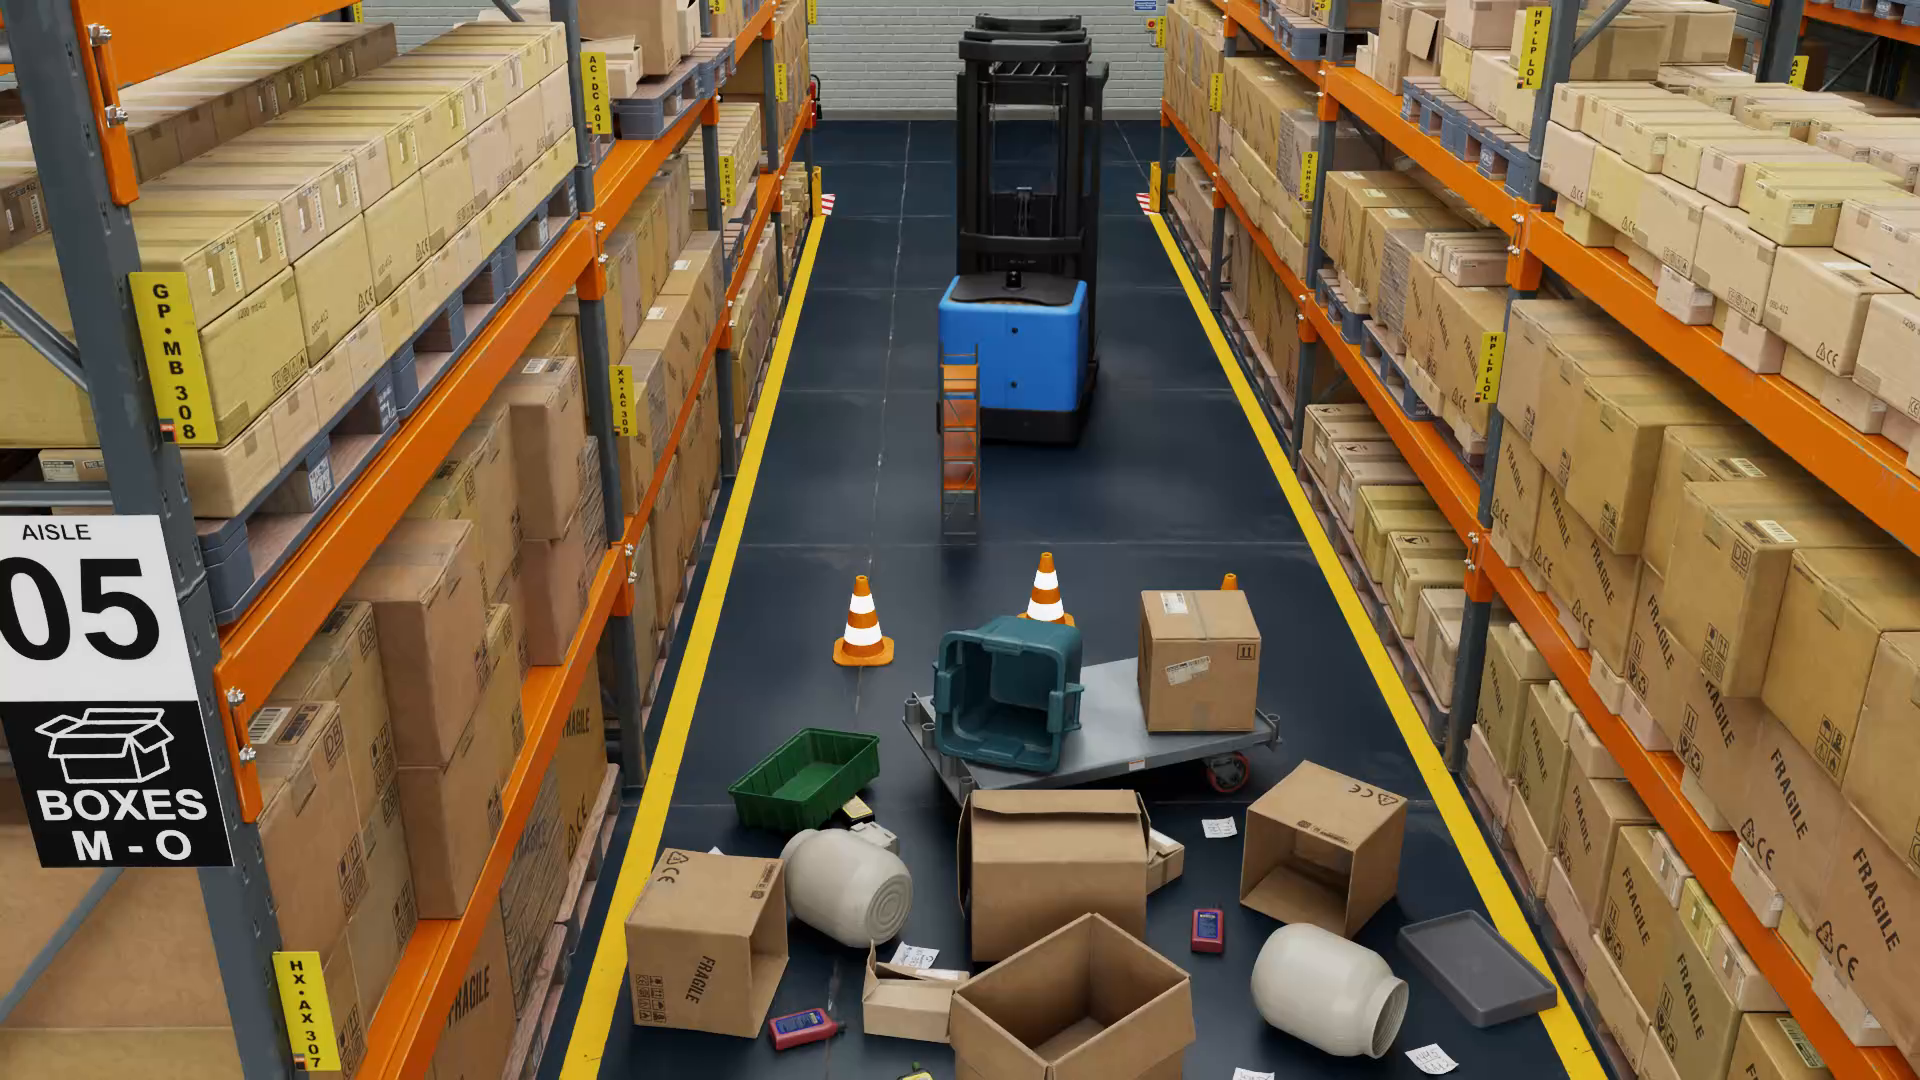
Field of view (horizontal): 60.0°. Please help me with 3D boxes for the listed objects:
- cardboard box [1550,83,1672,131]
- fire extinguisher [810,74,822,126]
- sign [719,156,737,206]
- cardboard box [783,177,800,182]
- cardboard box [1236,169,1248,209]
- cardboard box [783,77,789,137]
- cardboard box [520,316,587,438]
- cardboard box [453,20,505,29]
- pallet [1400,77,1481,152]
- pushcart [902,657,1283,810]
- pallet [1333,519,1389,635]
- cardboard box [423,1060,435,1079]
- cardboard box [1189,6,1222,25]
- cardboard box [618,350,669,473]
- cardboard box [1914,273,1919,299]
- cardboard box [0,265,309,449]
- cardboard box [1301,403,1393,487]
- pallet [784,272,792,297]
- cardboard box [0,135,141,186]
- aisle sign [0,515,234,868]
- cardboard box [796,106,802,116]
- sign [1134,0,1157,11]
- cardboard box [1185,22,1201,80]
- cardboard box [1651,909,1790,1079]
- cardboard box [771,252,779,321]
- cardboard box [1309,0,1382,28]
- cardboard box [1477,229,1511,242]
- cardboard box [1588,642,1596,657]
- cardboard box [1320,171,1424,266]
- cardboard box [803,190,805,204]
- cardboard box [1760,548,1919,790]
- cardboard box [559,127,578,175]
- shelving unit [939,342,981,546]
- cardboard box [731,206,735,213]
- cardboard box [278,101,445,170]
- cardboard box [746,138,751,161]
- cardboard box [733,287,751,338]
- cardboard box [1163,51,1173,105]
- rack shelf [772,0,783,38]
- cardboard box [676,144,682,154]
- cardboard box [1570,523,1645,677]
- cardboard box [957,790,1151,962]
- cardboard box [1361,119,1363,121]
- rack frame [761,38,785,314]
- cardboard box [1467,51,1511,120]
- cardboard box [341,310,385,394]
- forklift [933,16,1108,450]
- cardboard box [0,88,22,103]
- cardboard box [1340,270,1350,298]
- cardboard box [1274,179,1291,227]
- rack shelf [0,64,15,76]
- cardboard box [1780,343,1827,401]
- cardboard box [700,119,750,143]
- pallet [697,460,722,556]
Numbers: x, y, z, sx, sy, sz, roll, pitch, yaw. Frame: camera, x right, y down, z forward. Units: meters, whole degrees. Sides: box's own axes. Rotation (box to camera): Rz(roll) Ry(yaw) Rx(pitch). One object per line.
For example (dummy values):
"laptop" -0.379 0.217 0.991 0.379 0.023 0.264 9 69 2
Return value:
"cardboard box" 2.589 -1.726 6.623 0.380 0.149 0.250 -1 24 -1
"fire extinguisher" -1.709 -5.023 18.762 0.296 0.674 0.183 0 24 -1
"sign" -1.525 -2.357 10.917 0.100 0.325 0.005 0 24 -1
"cardboard box" -1.894 -3.752 17.633 0.380 0.149 0.250 -1 24 -3
"cardboard box" 2.563 -2.863 13.621 0.500 0.250 0.500 0 24 -1
"cardboard box" -1.890 -4.064 15.614 0.500 0.500 0.500 0 24 -1
"cardboard box" -2.067 -0.586 6.912 0.875 0.550 0.550 0 24 -1
"cardboard box" -2.276 -2.462 8.390 0.500 0.311 0.500 -1 24 -2
"pallet" 2.998 -2.205 8.573 1.213 0.211 1.003 0 24 -1
"pushcart" 0.633 0.984 8.116 1.648 0.377 0.936 -9 26 -19
"pallet" 2.886 0.204 10.042 1.003 0.211 1.213 0 24 -1
"cardboard box" -2.066 1.968 4.827 0.875 0.875 0.875 0 24 0
"cardboard box" 2.483 -5.196 16.477 0.380 0.149 0.250 -1 24 -2
"cardboard box" -1.779 -0.649 8.424 0.500 0.500 0.500 0 24 0
"cardboard box" 2.720 -0.663 4.273 0.380 0.149 0.250 0 24 0
"cardboard box" -1.741 -0.400 3.545 0.500 0.250 0.500 0 24 -1
"cardboard box" 2.865 -0.651 11.228 0.950 0.372 0.625 -2 24 -4
"pallet" -2.166 -2.480 15.977 1.003 0.211 1.213 0 24 -1
"cardboard box" -2.346 -0.937 4.248 0.380 0.149 0.250 0 24 0
"aisle sign" -1.692 0.314 3.261 0.394 0.787 0.004 0 24 -1
"cardboard box" -1.872 -4.564 17.505 0.380 0.149 0.250 0 24 1
"sign" 2.647 -7.658 23.713 0.327 0.218 0.001 0 24 -1
"cardboard box" 2.534 -4.858 16.516 0.500 0.500 0.500 0 24 0
"cardboard box" 2.677 1.583 5.528 0.500 0.500 0.500 1 24 1
"cardboard box" -1.864 -2.223 14.548 0.500 0.500 0.500 -1 24 -2
"cardboard box" 2.714 -3.649 10.904 0.797 0.503 0.637 -2 24 -4
"cardboard box" 3.180 -1.430 9.280 0.500 0.500 0.500 -1 24 -3
"cardboard box" 2.685 0.429 6.466 0.380 0.149 0.250 0 24 -1
"cardboard box" 2.642 -2.076 10.707 0.500 0.500 0.500 -1 24 -2
"cardboard box" -1.869 -3.720 17.924 0.380 0.149 0.250 -1 24 -3
"cardboard box" 2.734 0.352 4.636 0.700 0.500 0.500 0 24 0
"cardboard box" -1.713 -1.518 6.500 0.380 0.149 0.250 0 24 -1
"shelving unit" -0.002 -0.615 10.654 0.258 1.200 0.503 0 24 -1
"cardboard box" -1.899 -2.530 12.500 0.380 0.149 0.250 1 24 1
"cardboard box" -1.694 -1.150 4.719 0.380 0.149 0.250 0 24 0
"cardboard box" -1.911 -3.200 13.619 0.380 0.149 0.250 -1 24 -2
"cardboard box" -1.851 -1.714 12.513 0.500 0.250 0.500 -1 24 -1
"cardboard box" 2.499 -5.033 18.116 0.500 0.500 0.500 0 24 -1
"rack shelf" -2.146 -5.337 16.143 1.077 0.370 4.000 0 24 -1
"cardboard box" -2.571 -3.272 14.140 0.380 0.149 0.250 0 24 0
"cardboard box" 2.659 0.174 6.243 0.500 0.500 0.500 0 24 -1
"cardboard box" 0.387 1.385 6.913 0.797 0.637 0.503 0 24 -1
"cardboard box" 3.093 -2.799 11.965 0.500 0.500 0.500 0 24 0
"rack frame" -2.124 -3.474 14.791 1.000 3.000 0.127 0 24 -1
"cardboard box" 2.760 -2.180 7.962 0.500 0.250 0.500 0 24 0
"cardboard box" -1.685 -0.474 4.191 0.380 0.149 0.250 0 24 0
"forklift" 0.533 -2.561 12.856 1.130 2.935 3.031 4 25 8
"cardboard box" -7.051 -3.194 12.833 0.797 0.503 0.637 1 24 1
"cardboard box" 2.613 -1.602 10.448 0.380 0.149 0.250 -2 24 -4
"cardboard box" 2.600 -2.459 12.122 0.500 0.250 0.500 -1 24 -2
"rack shelf" -7.063 -3.708 12.542 1.077 0.370 4.000 0 24 -1
"cardboard box" 2.686 -0.519 4.922 0.380 0.149 0.250 -1 24 -2
"cardboard box" -1.916 -3.332 13.551 0.380 0.149 0.250 0 24 -1
"pallet" -2.147 -0.230 11.002 1.003 0.211 1.213 0 24 -1
